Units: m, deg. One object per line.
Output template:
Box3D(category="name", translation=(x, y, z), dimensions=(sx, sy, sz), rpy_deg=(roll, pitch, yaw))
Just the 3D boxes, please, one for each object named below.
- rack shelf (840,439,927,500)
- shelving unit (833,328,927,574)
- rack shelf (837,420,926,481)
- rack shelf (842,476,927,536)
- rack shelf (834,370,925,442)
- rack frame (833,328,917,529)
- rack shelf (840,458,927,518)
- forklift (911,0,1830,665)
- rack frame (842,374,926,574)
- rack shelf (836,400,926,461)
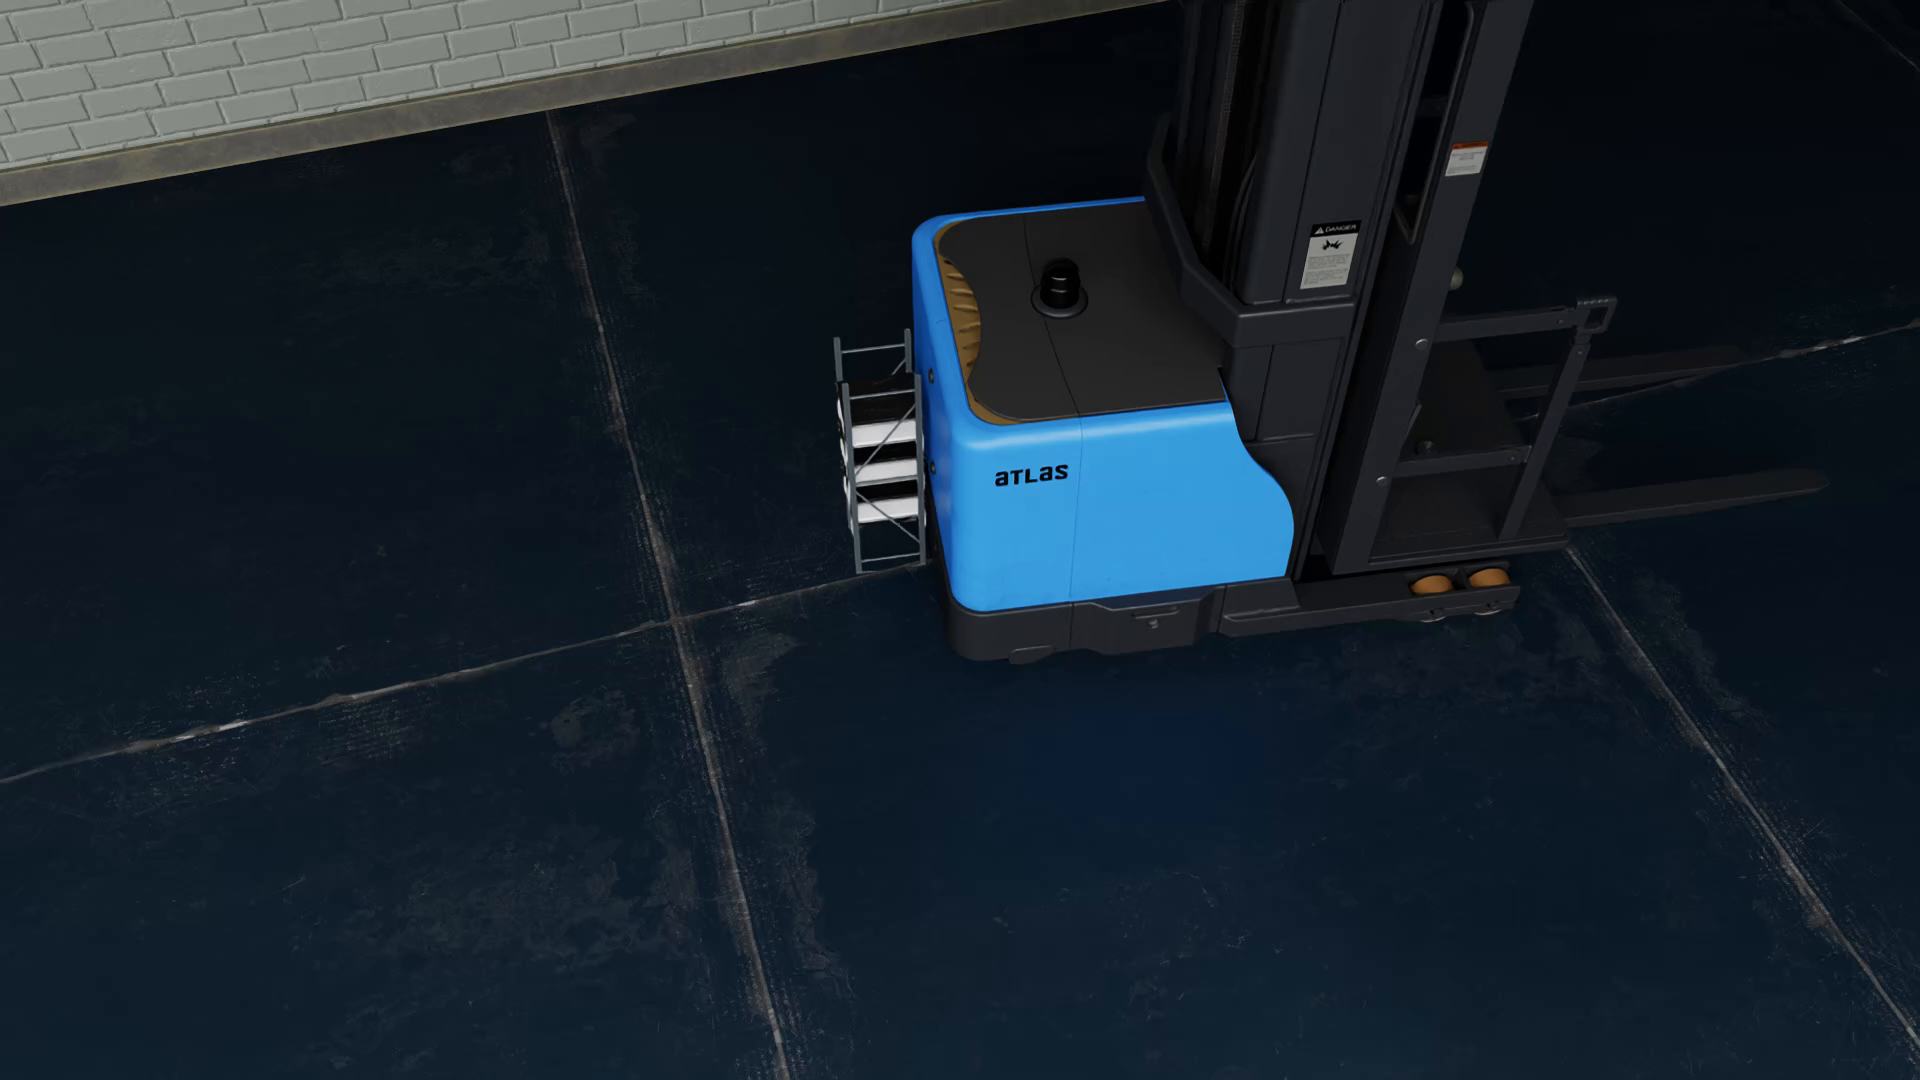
Box3D(category="rack shelf", translation=(-0.252, -0.246, 5.413), dimensions=(0.258, 0.077, 0.200), rpy_deg=(-8, 50, -6))
Box3D(category="shelving unit", translation=(-0.252, -0.268, 5.387), dimensions=(0.258, 0.900, 0.210), rpy_deg=(-8, 50, -6))
Box3D(category="rack shelf", translation=(-0.252, -0.304, 5.344), dimensions=(0.258, 0.077, 0.200), rpy_deg=(-8, 50, -6))
Box3D(category="rack shelf", translation=(-0.252, -0.130, 5.550), dimensions=(0.258, 0.077, 0.200), rpy_deg=(-8, 50, -6))
Box3D(category="rack shelf", translation=(-0.252, -0.420, 5.206), dimensions=(0.258, 0.077, 0.200), rpy_deg=(-8, 50, -6))
Box3D(category="rack frame", translation=(-0.270, -0.344, 5.452), dimensions=(0.240, 0.900, 0.006), rpy_deg=(-8, 50, -6))
Box3D(category="rack shelf", translation=(-0.252, -0.188, 5.481), dimensions=(0.258, 0.077, 0.200), rpy_deg=(-8, 50, -6))
Box3D(category="forklift", translation=(1.397, -1.069, 4.734), dimensions=(3.031, 2.935, 1.130), rpy_deg=(-7, 50, -6))
Box3D(category="rack frame", translation=(-0.235, -0.191, 5.323), dimensions=(0.240, 0.900, 0.006), rpy_deg=(-8, 50, -6))
Box3D(category="rack shelf", translation=(-0.252, -0.362, 5.275), dimensions=(0.258, 0.077, 0.200), rpy_deg=(-8, 50, -6))
